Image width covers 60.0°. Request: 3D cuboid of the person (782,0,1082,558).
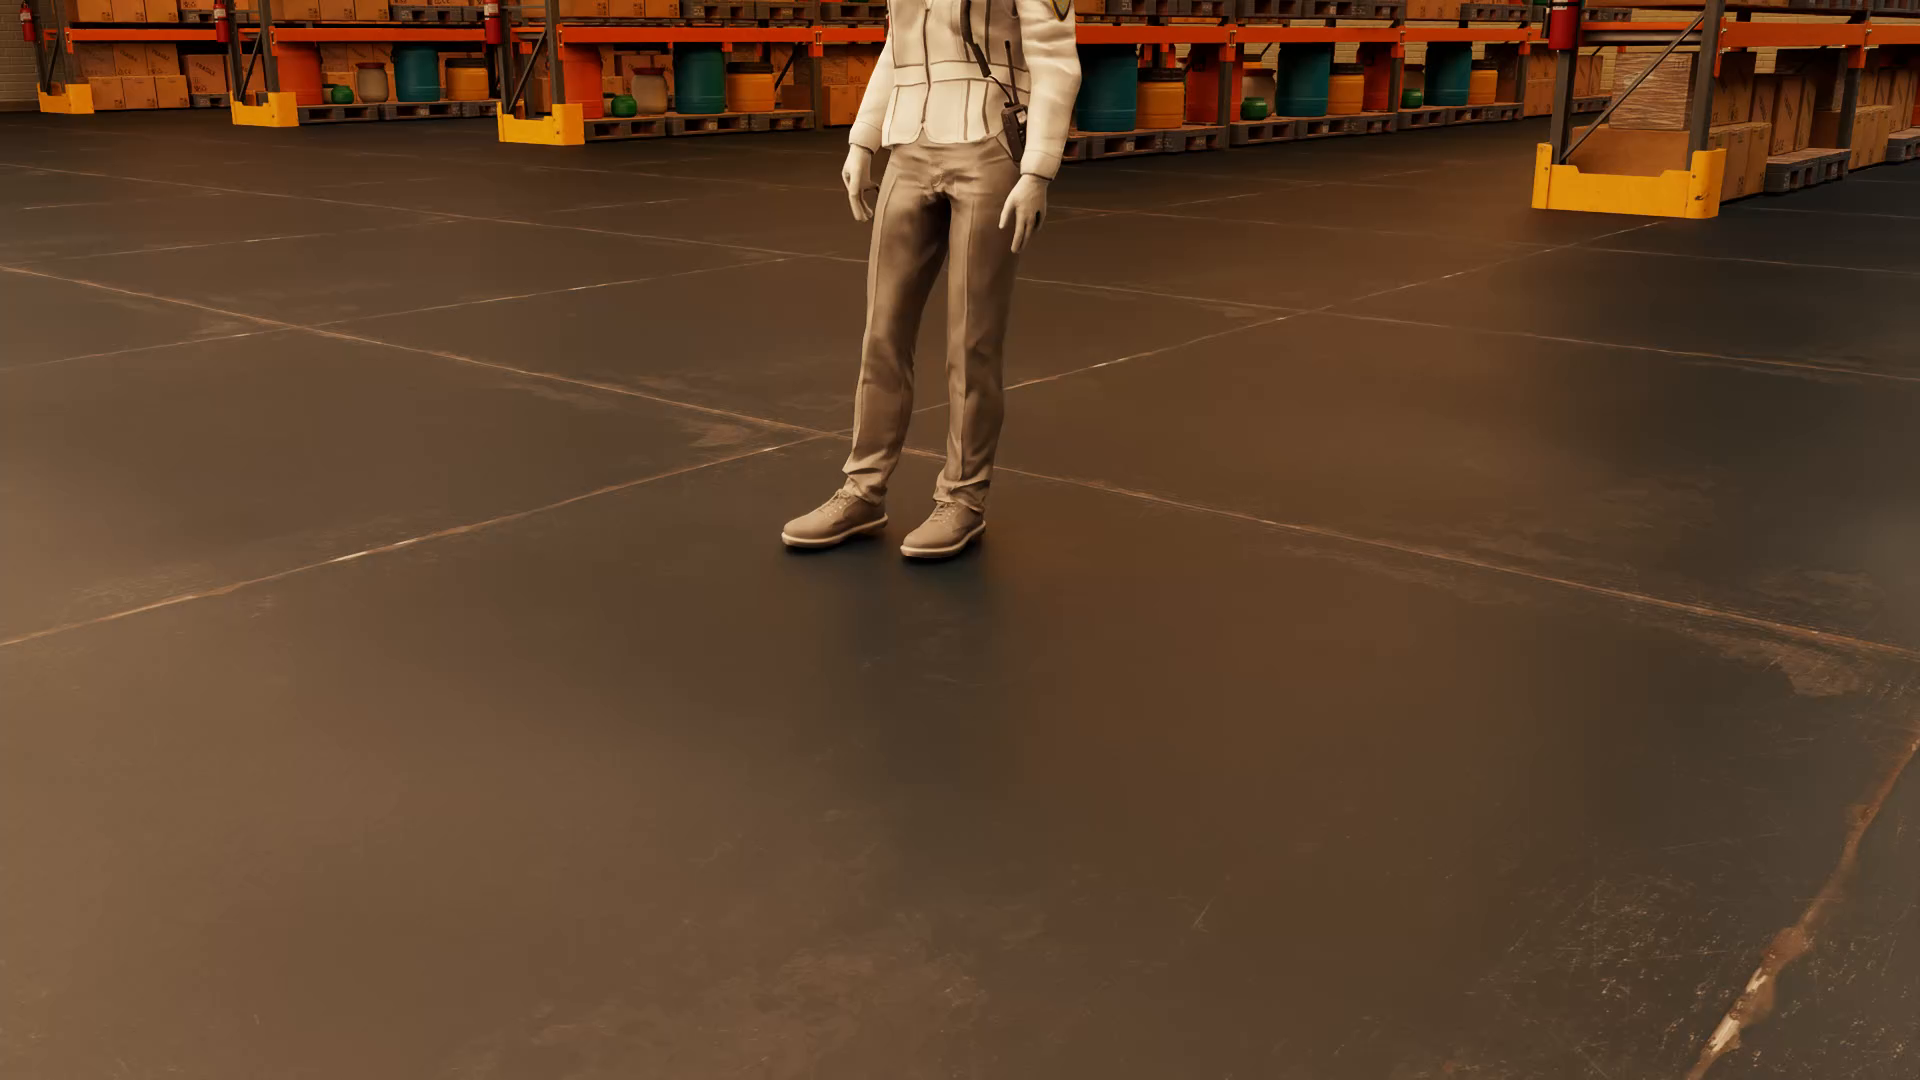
[{"bbox_3d":[-0.049,-0.804,3.647,0.588,1.695,0.531,13,21,37],"label":"person"}]
